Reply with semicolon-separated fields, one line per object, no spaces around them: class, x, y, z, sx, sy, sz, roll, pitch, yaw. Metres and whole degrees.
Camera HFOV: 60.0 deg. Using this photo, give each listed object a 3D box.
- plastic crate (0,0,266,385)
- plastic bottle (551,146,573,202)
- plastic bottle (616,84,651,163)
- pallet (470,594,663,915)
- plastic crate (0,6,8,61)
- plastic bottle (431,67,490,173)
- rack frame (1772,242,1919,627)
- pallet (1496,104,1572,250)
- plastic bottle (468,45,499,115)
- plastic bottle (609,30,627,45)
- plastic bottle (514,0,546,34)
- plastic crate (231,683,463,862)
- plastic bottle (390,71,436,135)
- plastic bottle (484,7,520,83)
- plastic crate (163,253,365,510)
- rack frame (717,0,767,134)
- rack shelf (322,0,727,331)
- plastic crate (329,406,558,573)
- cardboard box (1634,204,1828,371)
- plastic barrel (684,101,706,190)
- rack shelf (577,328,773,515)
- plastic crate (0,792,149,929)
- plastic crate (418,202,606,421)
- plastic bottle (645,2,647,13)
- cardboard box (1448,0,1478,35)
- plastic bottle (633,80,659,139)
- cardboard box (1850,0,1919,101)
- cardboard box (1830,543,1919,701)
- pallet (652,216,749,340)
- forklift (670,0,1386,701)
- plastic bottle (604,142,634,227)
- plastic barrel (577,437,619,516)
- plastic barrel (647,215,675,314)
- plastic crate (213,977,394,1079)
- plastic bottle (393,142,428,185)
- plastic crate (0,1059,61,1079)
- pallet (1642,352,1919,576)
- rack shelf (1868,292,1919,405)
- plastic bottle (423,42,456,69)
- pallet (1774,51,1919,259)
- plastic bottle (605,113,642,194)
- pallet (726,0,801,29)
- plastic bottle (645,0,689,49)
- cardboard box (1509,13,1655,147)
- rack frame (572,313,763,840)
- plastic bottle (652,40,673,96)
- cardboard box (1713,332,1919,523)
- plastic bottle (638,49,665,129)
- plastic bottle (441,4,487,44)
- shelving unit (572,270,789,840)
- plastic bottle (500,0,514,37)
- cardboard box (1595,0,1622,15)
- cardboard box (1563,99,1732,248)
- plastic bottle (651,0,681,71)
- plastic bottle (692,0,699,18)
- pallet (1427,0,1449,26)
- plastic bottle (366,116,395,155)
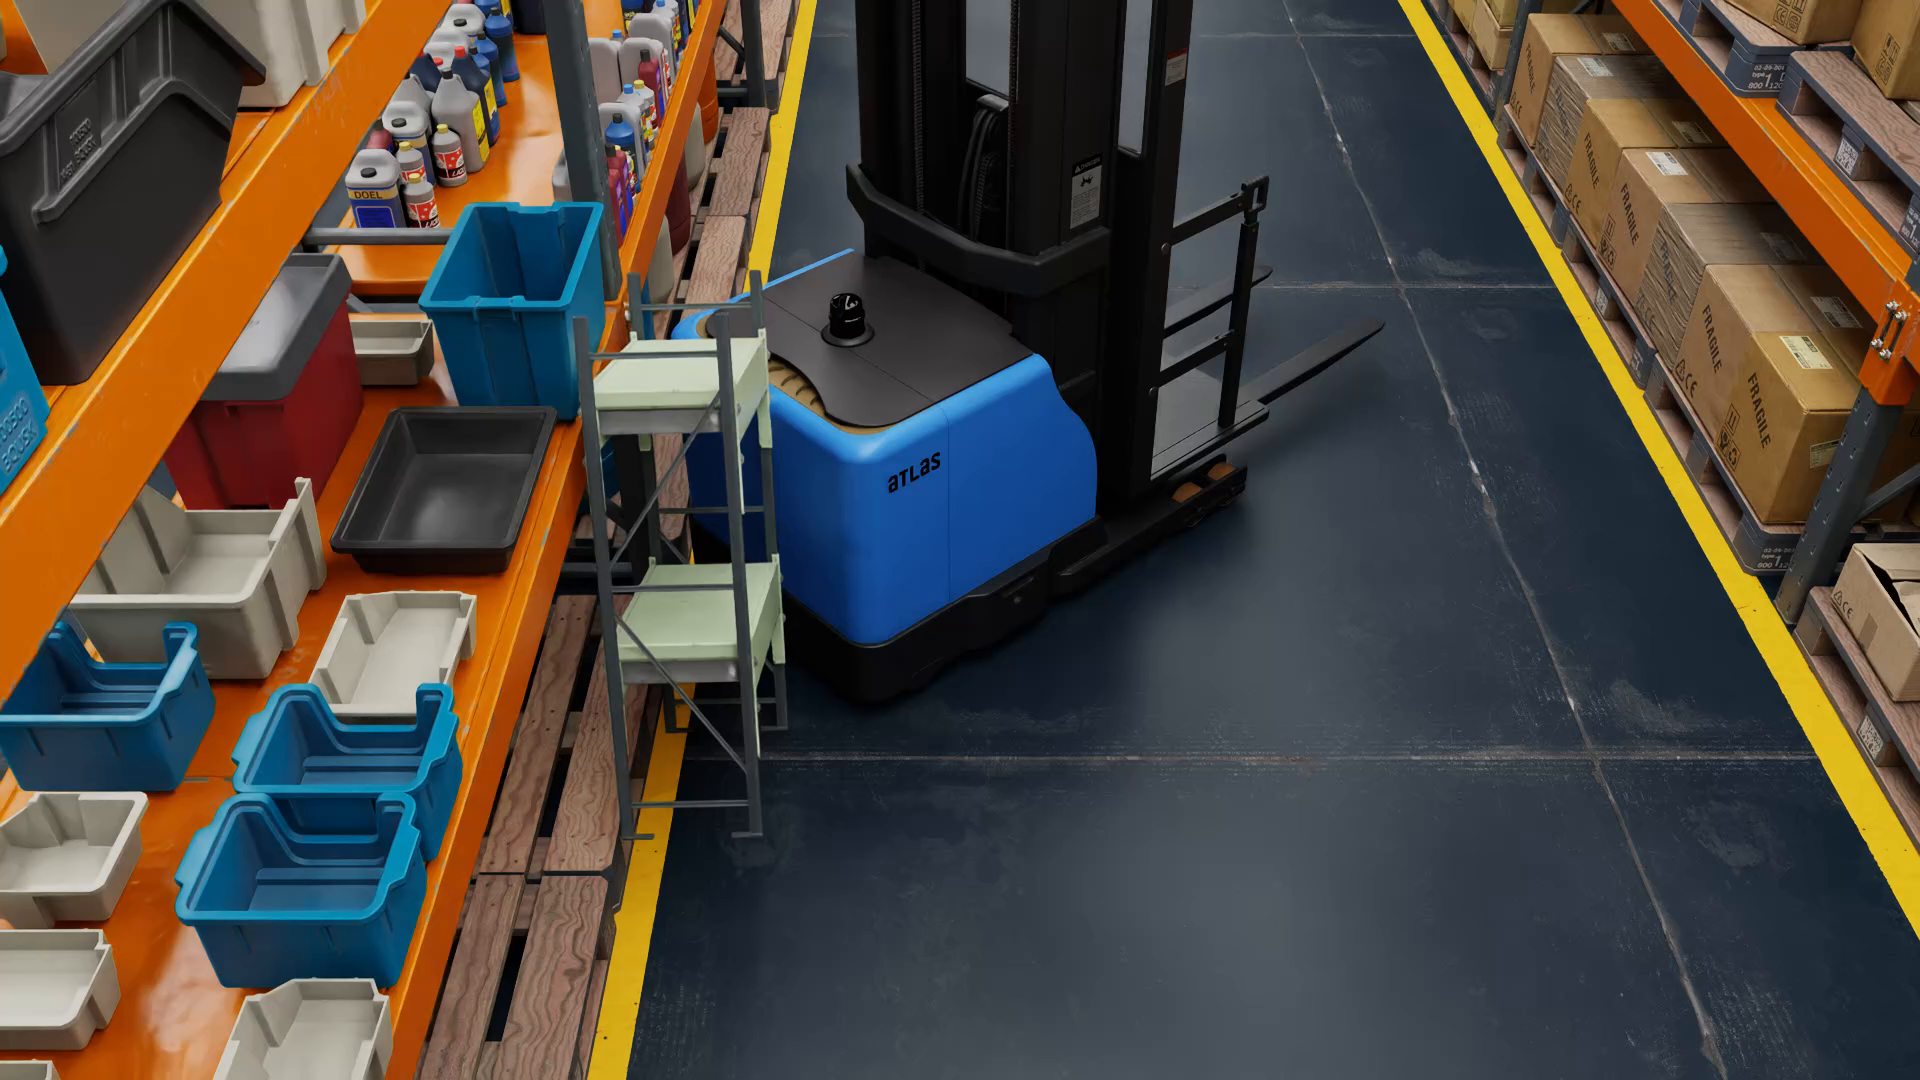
plastic crate;-1.262;-0.502;2.129;0.504;0.338;0.767;0;39;0
plastic bottle;-1.216;-1.128;5.299;0.144;0.351;0.185;0;39;0
plastic bottle;-1.132;-1.443;5.754;0.097;0.271;0.097;0;39;0
pallet;-1.500;0.646;5.275;1.003;0.211;1.213;0;39;0
plastic crate;-1.786;-0.760;2.612;0.437;0.136;0.530;0;39;0
plastic bottle;-1.724;-1.457;5.709;0.144;0.351;0.185;0;39;0
rack frame;3.414;-0.903;4.978;1.000;3.000;0.127;0;39;0
pallet;3.372;-1.849;8.389;1.003;0.211;1.213;0;39;0
plastic bottle;-1.740;-1.653;6.017;0.097;0.271;0.097;0;39;0
plastic bottle;-1.285;-1.826;6.289;0.097;0.201;0.097;0;39;0
plastic bottle;-1.717;-2.230;6.674;0.144;0.351;0.185;0;39;0
plastic crate;-1.208;0.476;3.343;0.416;0.233;0.300;0;39;0
plastic bottle;-1.868;-1.457;5.709;0.144;0.351;0.185;0;39;0
plastic bottle;-1.740;-1.883;6.303;0.097;0.271;0.097;0;39;0
plastic crate;-1.790;-0.392;4.241;0.402;0.464;0.583;0;39;0
rack frame;-1.544;-3.403;8.098;1.000;3.000;0.127;0;39;0
rack shelf;-1.542;-1.872;6.762;1.077;0.370;4.000;0;39;0
plastic crate;-1.270;-0.118;4.171;0.437;0.125;0.590;0;39;0
cardboard box;3.134;-1.030;6.784;0.500;0.500;0.500;0;39;1
plastic barrel;-1.437;-1.937;7.922;0.421;0.512;0.421;0;39;0
rack shelf;-0.789;-0.349;4.744;0.431;0.370;0.720;-1;18;0
plastic crate;-1.747;0.629;3.230;0.298;0.136;0.250;0;39;0
plastic crate;-1.198;-0.627;4.599;0.392;0.384;0.575;0;39;0
plastic bottle;-1.260;-2.275;6.783;0.061;0.283;0.133;0;39;0
cardboard box;3.160;-3.146;9.641;0.500;0.250;0.500;0;39;-1
plastic bottle;-1.133;-1.537;5.928;0.097;0.201;0.097;0;39;0
cardboard box;3.573;-1.832;5.722;0.700;0.500;0.500;6;39;7
cardboard box;3.198;0.237;5.354;0.500;0.311;0.500;0;39;0
pallet;-1.503;-1.061;7.405;1.003;0.211;1.213;0;39;0
forklift;0.465;-1.410;5.666;3.031;2.935;1.130;-30;47;-32
plastic bottle;-1.114;-1.169;5.404;0.061;0.283;0.133;0;39;0
plastic barrel;-1.523;-0.587;5.926;0.600;0.901;0.708;0;39;0
plastic barrel;-1.435;-1.231;7.041;0.421;0.512;0.421;0;39;0
plastic crate;-1.125;0.900;2.892;0.250;0.136;0.298;0;39;0
plastic bottle;-1.830;-1.226;5.541;0.097;0.201;0.097;0;39;0
plastic crate;-1.703;0.988;2.781;0.396;0.136;0.243;0;39;0
pallet;3.375;-0.323;6.485;1.003;0.211;1.213;0;39;0
rack shelf;3.416;0.628;3.642;1.077;0.370;4.000;0;39;0
plastic bottle;-1.864;-1.643;6.001;0.152;0.276;0.135;0;39;0
pallet;3.522;-1.328;5.662;1.003;0.211;1.213;0;39;0
plastic bottle;-1.132;-1.298;5.573;0.097;0.271;0.097;0;39;0
pallet;-1.505;-3.560;10.524;1.003;0.211;1.213;0;39;0
plastic bottle;-1.157;-2.118;6.534;0.144;0.351;0.185;0;39;0
cardboard box;3.124;-2.316;8.388;0.500;0.500;0.500;2;39;2
rack frame;-0.780;0.134;4.516;0.400;1.500;0.023;-1;18;0
plastic bottle;-1.133;-1.766;6.213;0.097;0.201;0.097;0;39;0
cardboard box;3.126;-0.408;6.007;0.500;0.500;0.500;0;39;0
plastic bottle;-1.115;-1.641;5.993;0.061;0.283;0.133;0;39;0
plastic bottle;-1.865;-1.873;6.287;0.152;0.276;0.135;0;39;0
shelving unit;-0.780;0.022;4.864;0.431;1.500;0.755;-1;18;0
plastic bottle;-1.869;-2.146;6.569;0.144;0.351;0.185;0;39;0
cardboard box;3.702;-3.042;9.062;0.500;0.311;0.500;1;39;1
cardboard box;3.126;-1.675;7.588;0.500;0.500;0.500;-1;39;-1
plastic bottle;-1.133;-1.938;6.372;0.097;0.271;0.097;0;39;0
plastic bottle;-1.157;-2.317;6.782;0.144;0.351;0.185;0;39;0
pallet;3.449;-3.592;10.564;1.003;0.211;1.213;0;39;0
plastic bottle;-1.909;-1.247;5.501;0.061;0.283;0.133;0;39;0
